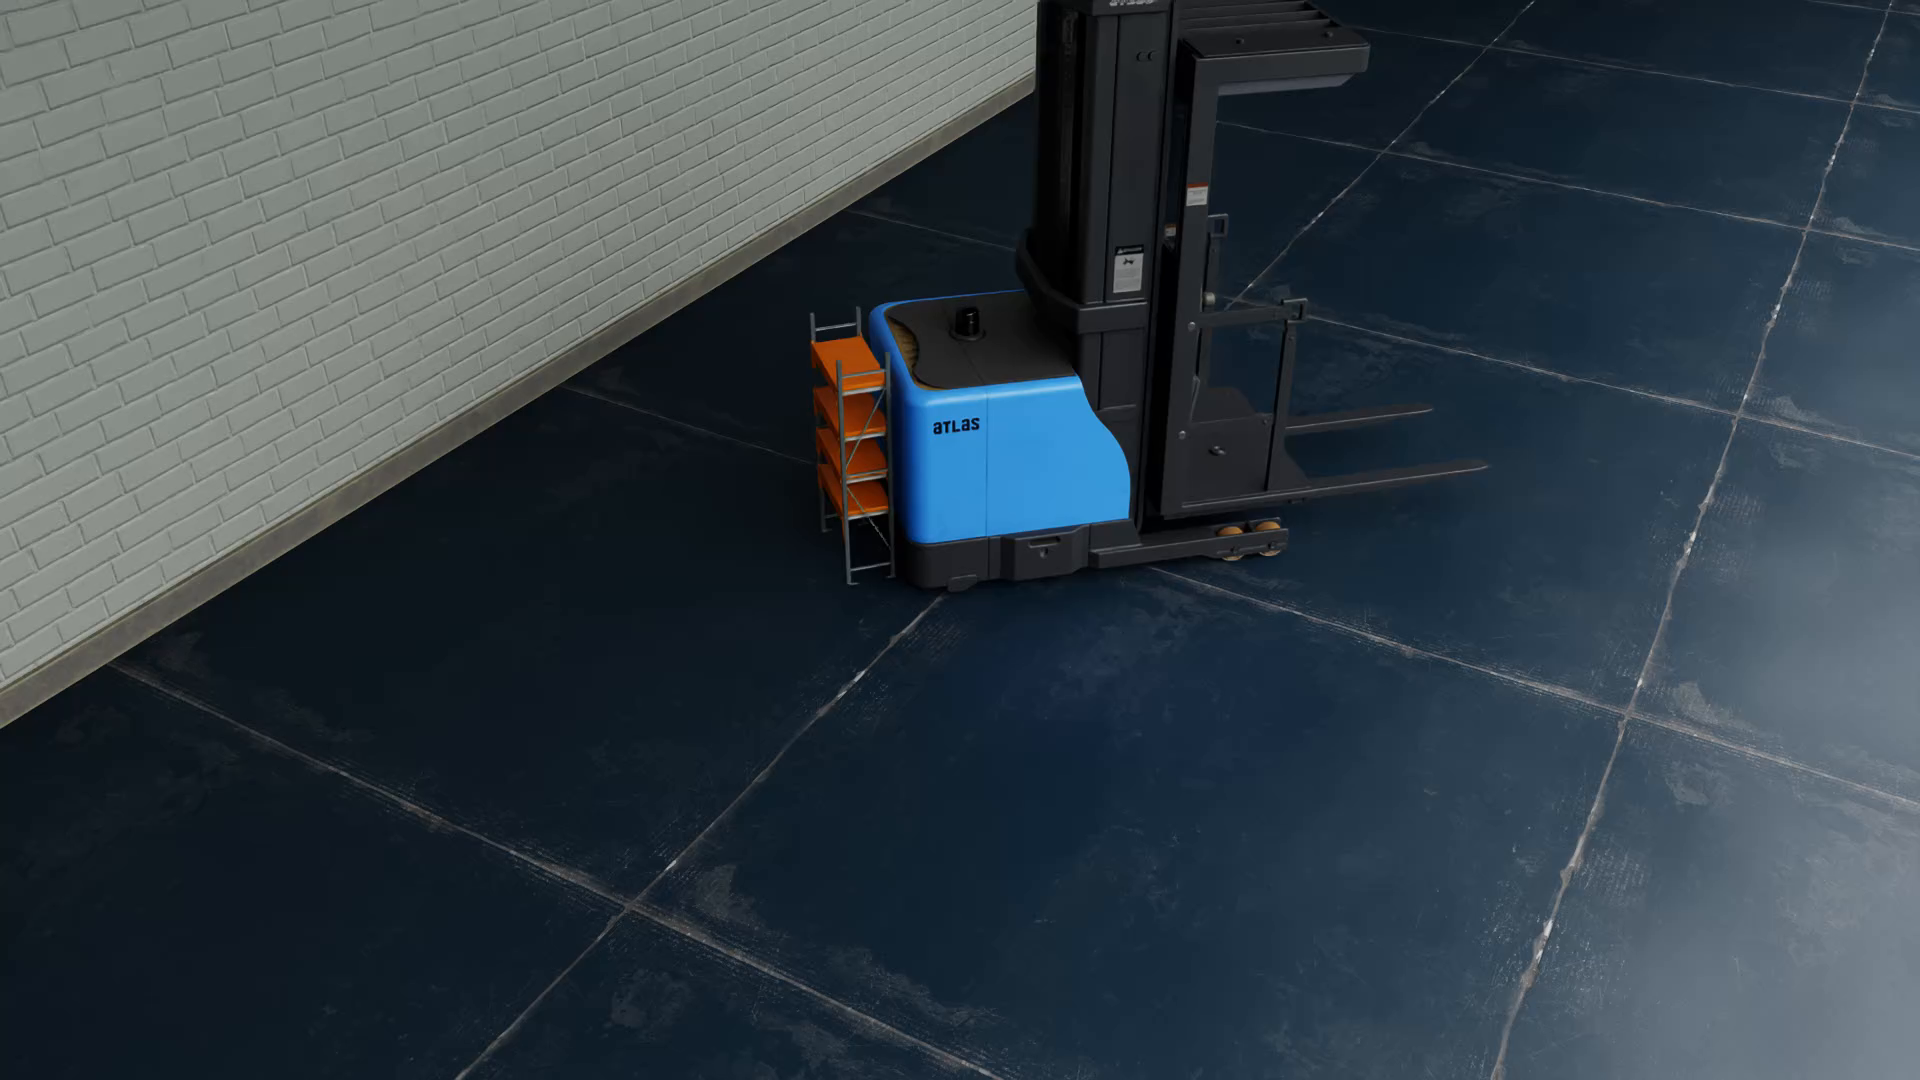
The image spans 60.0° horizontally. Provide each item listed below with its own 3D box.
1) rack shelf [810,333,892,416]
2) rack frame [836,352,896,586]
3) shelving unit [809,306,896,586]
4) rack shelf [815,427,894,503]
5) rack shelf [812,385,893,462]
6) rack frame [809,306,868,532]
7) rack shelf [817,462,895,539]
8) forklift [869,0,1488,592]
[{"bbox_3d":[-0.502,-0.760,7.600,0.258,0.148,0.480,-10,35,-15],"label":"rack shelf"},{"bbox_3d":[-0.425,-0.304,7.625,0.240,1.200,0.015,-10,35,-15],"label":"rack frame"},{"bbox_3d":[-0.502,-0.433,7.818,0.258,1.200,0.503,-10,35,-15],"label":"shelving unit"},{"bbox_3d":[-0.502,-0.377,7.855,0.258,0.148,0.480,-10,35,-15],"label":"rack shelf"},{"bbox_3d":[-0.502,-0.563,7.731,0.258,0.148,0.480,-10,35,-15],"label":"rack shelf"},{"bbox_3d":[-0.578,-0.561,8.011,0.240,1.200,0.015,-10,35,-15],"label":"rack frame"},{"bbox_3d":[-0.502,-0.212,7.965,0.258,0.148,0.480,-10,35,-15],"label":"rack shelf"},{"bbox_3d":[1.121,-1.395,7.701,3.031,2.935,1.130,-7,34,-11],"label":"forklift"}]
